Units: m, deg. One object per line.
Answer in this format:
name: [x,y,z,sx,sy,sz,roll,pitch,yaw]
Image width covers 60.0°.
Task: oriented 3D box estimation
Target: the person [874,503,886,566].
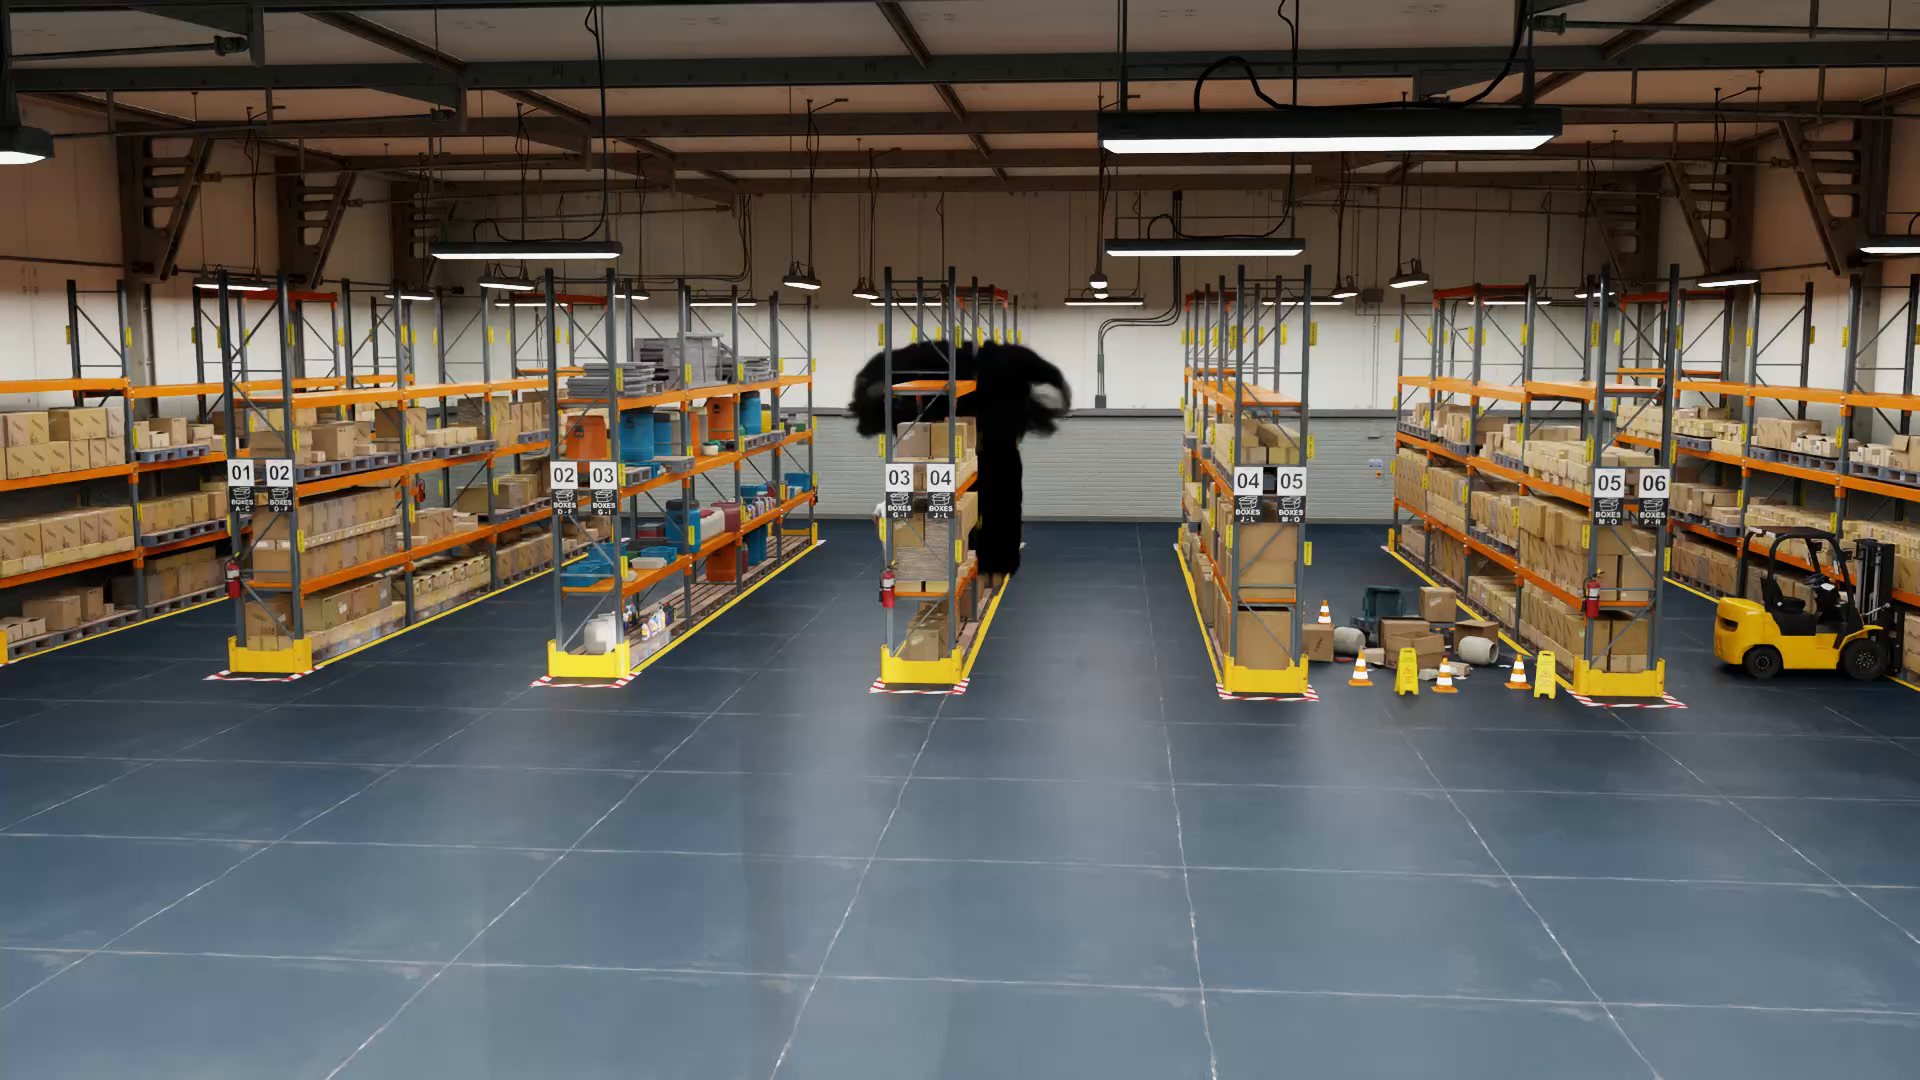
person: [-1.361,-0.115,32.719,0.679,1.772,0.837,0,7,1]
